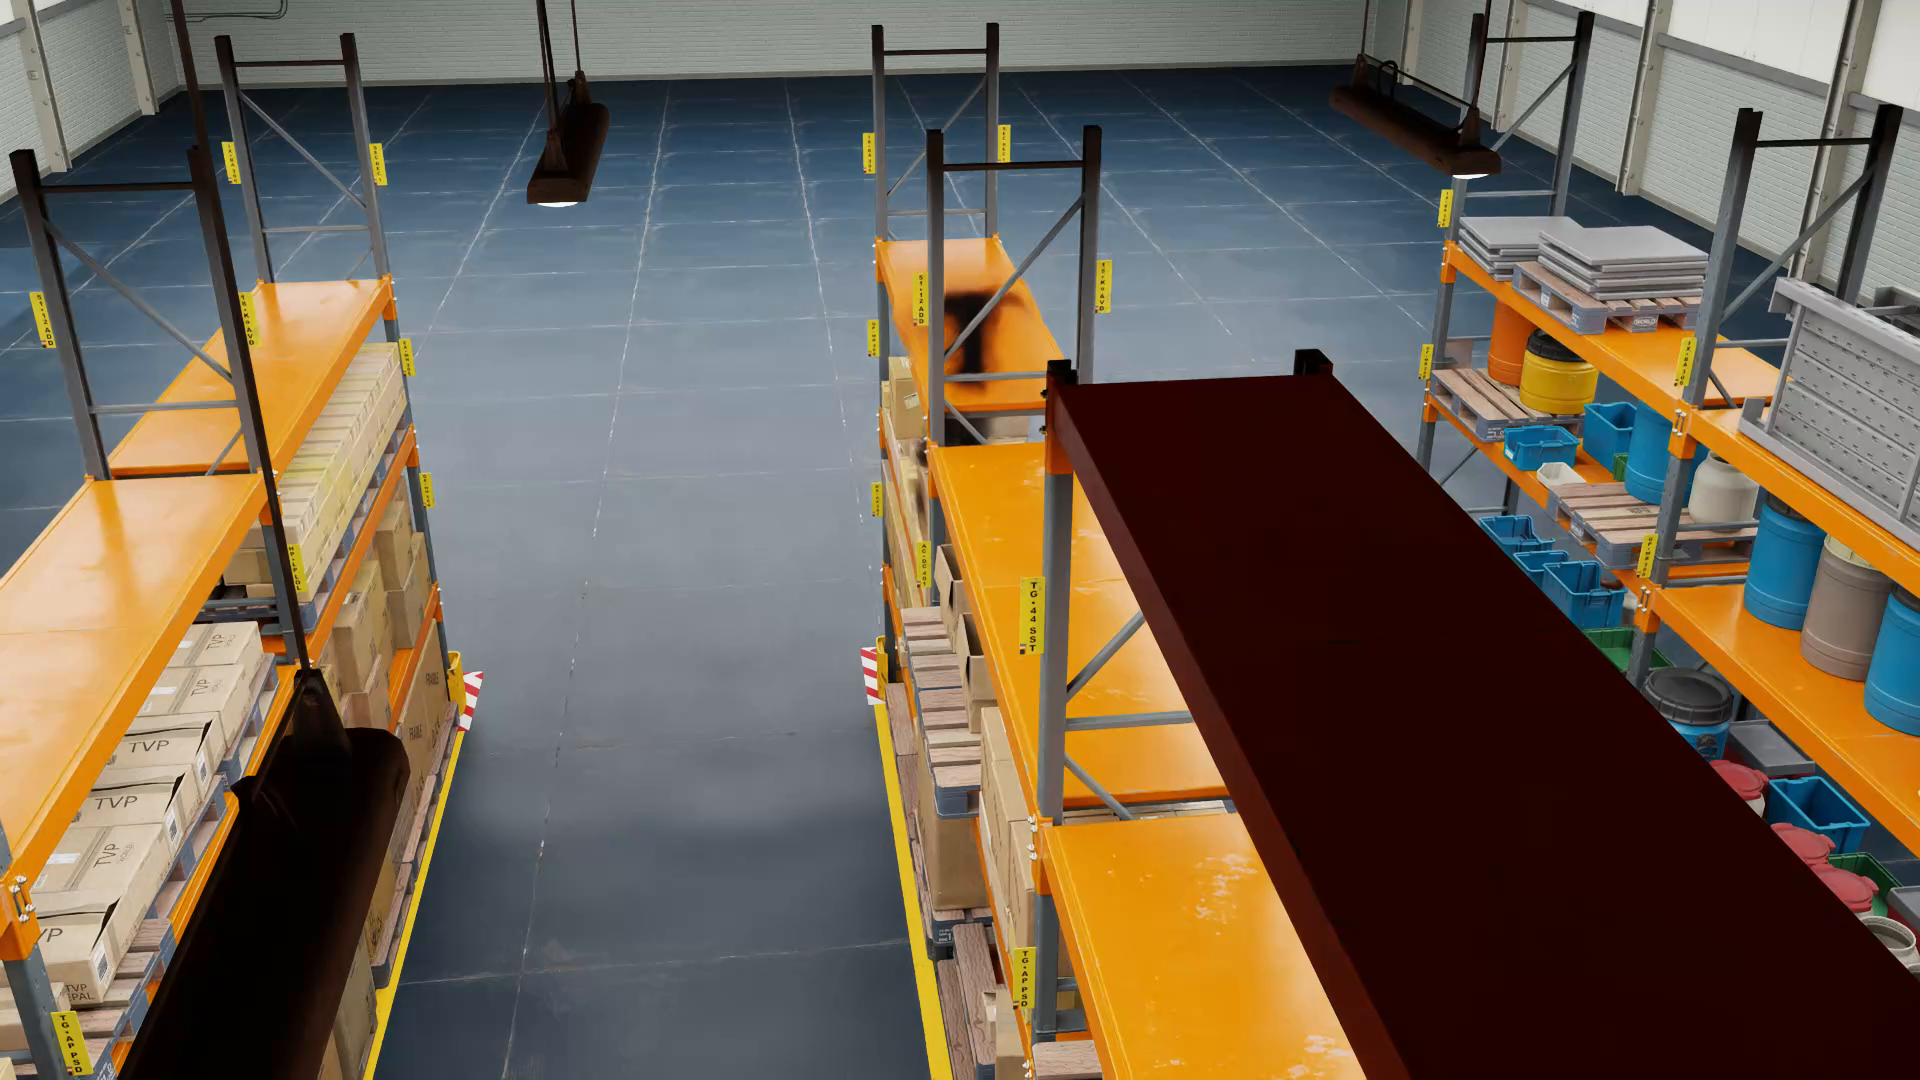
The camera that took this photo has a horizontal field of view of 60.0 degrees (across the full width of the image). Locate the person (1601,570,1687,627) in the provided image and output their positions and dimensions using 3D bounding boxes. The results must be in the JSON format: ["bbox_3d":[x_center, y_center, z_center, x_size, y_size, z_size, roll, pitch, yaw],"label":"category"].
[{"bbox_3d":[6.236,0.546,15.361,0.692,1.759,0.804,-12,28,-23],"label":"person"}]
